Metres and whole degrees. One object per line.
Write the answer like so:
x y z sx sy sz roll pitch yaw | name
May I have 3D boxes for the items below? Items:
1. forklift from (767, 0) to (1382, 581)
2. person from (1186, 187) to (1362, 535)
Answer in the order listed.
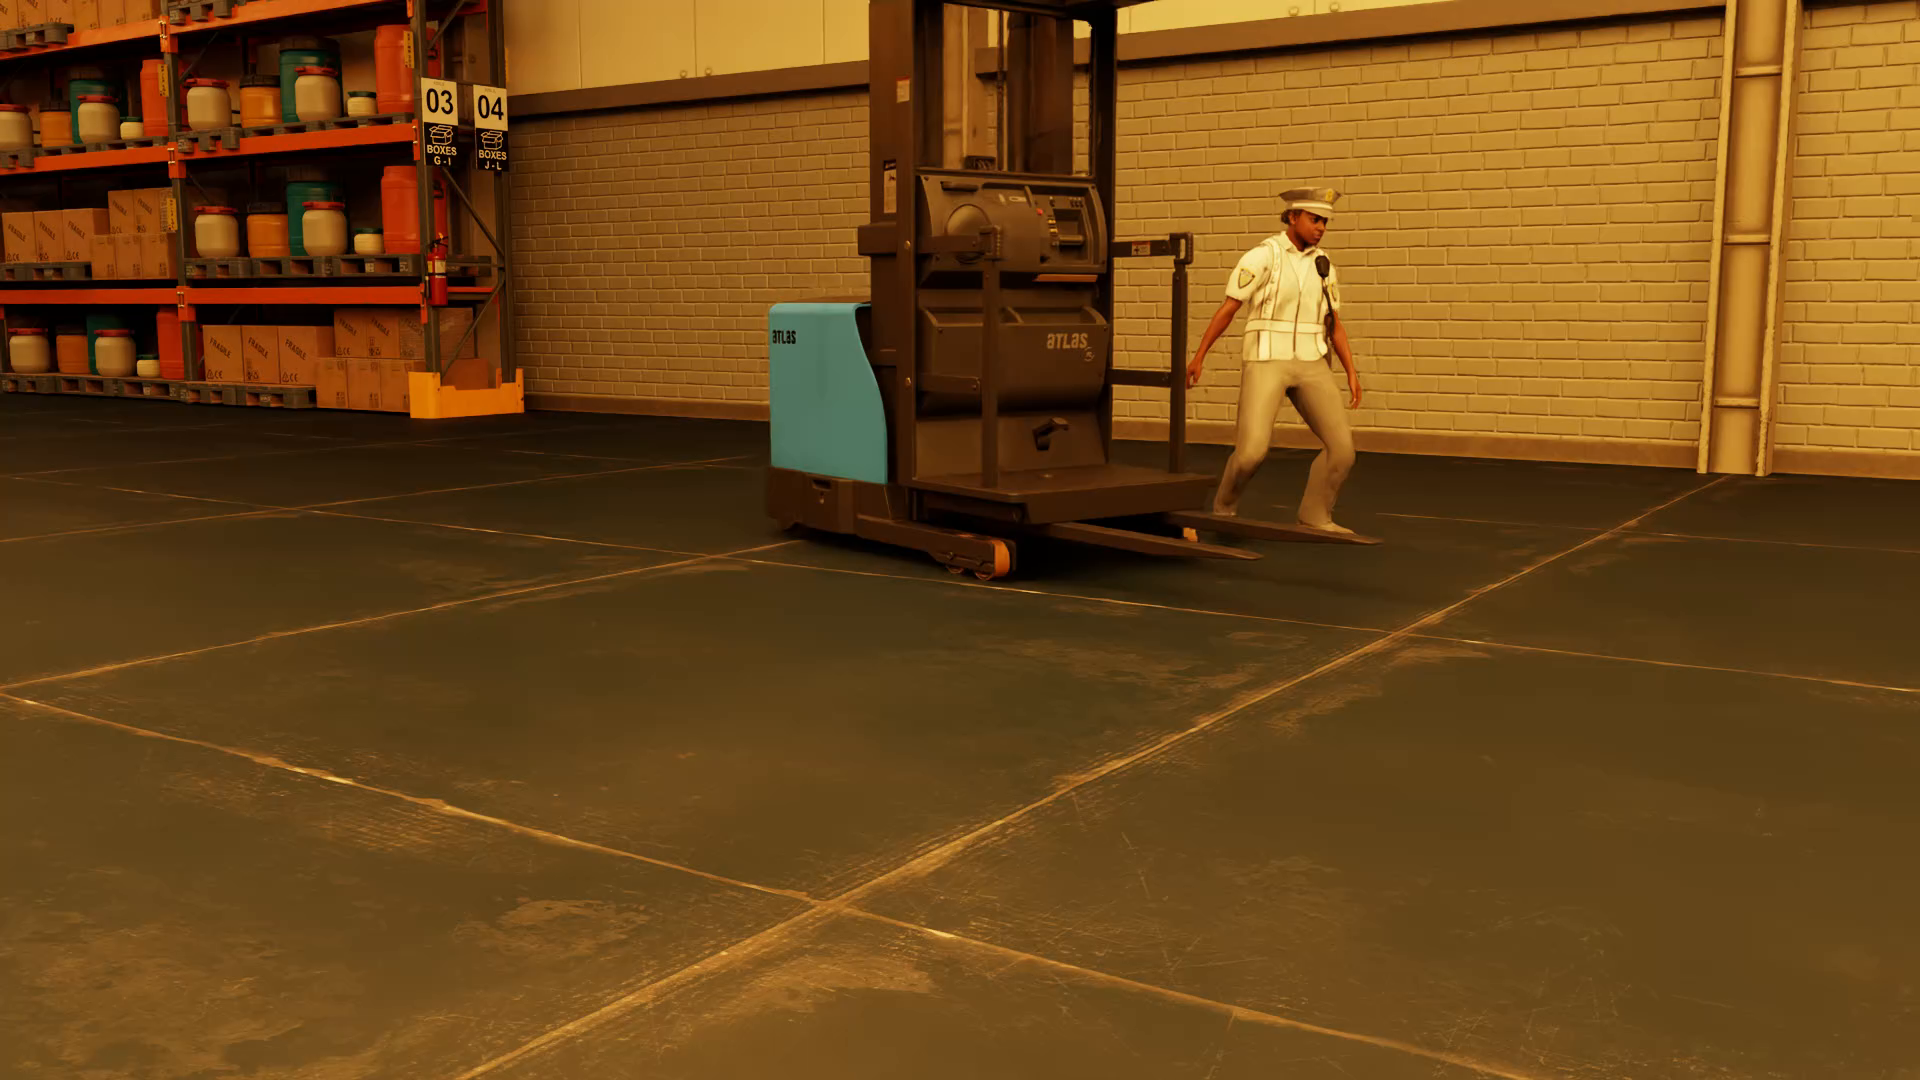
0.361 -1.368 6.813 1.130 2.935 3.031 -6 10 -35 | forklift
1.411 -0.774 7.477 0.798 1.588 0.468 -2 8 -11 | person
